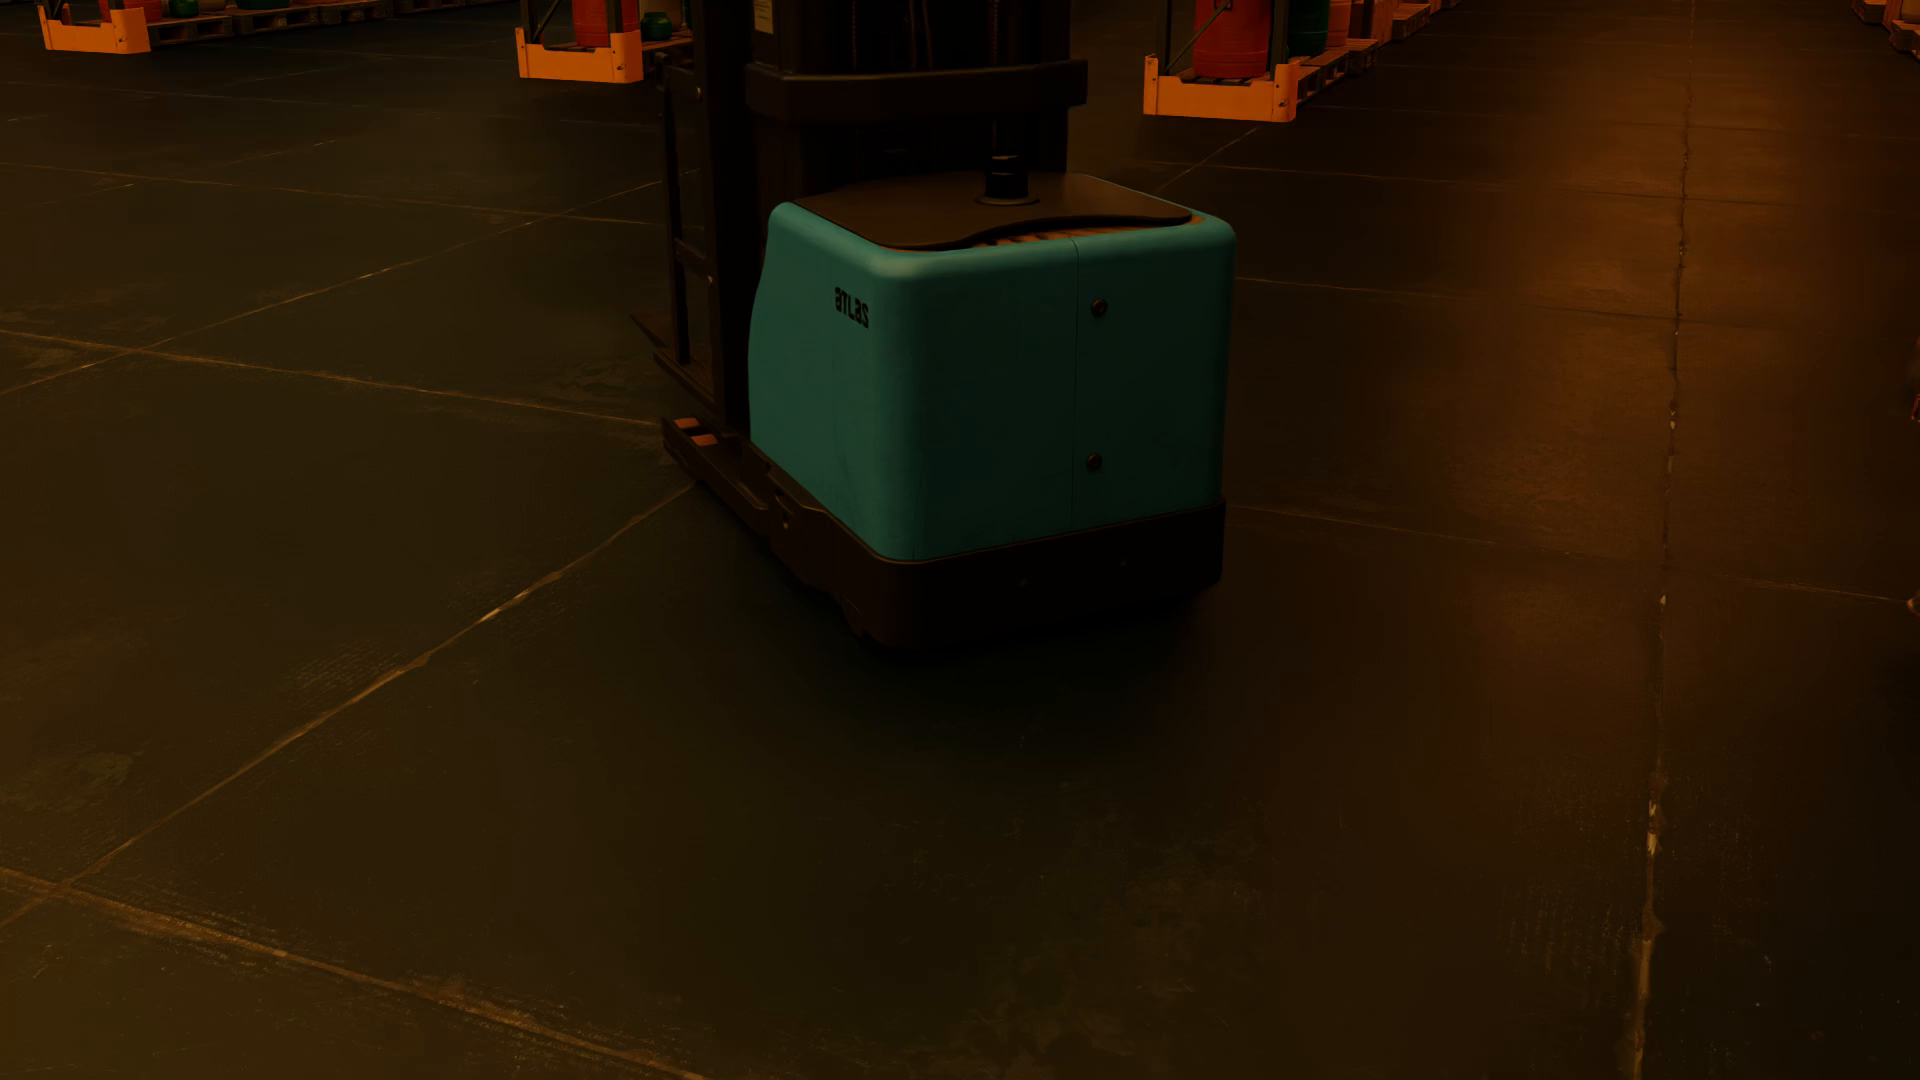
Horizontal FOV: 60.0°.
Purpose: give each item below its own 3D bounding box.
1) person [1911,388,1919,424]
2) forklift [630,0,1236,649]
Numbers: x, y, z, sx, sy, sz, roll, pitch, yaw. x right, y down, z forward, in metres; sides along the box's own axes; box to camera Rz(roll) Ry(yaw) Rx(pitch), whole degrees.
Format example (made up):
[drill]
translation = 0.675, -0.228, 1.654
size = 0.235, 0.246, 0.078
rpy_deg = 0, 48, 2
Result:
[person]
translation = 2.606, -0.282, 3.760
size = 0.785, 1.531, 0.817
rpy_deg = -5, 23, -12
[forklift]
translation = -0.369, -1.606, 5.135
size = 1.130, 2.935, 3.031
rpy_deg = -11, 25, -24
